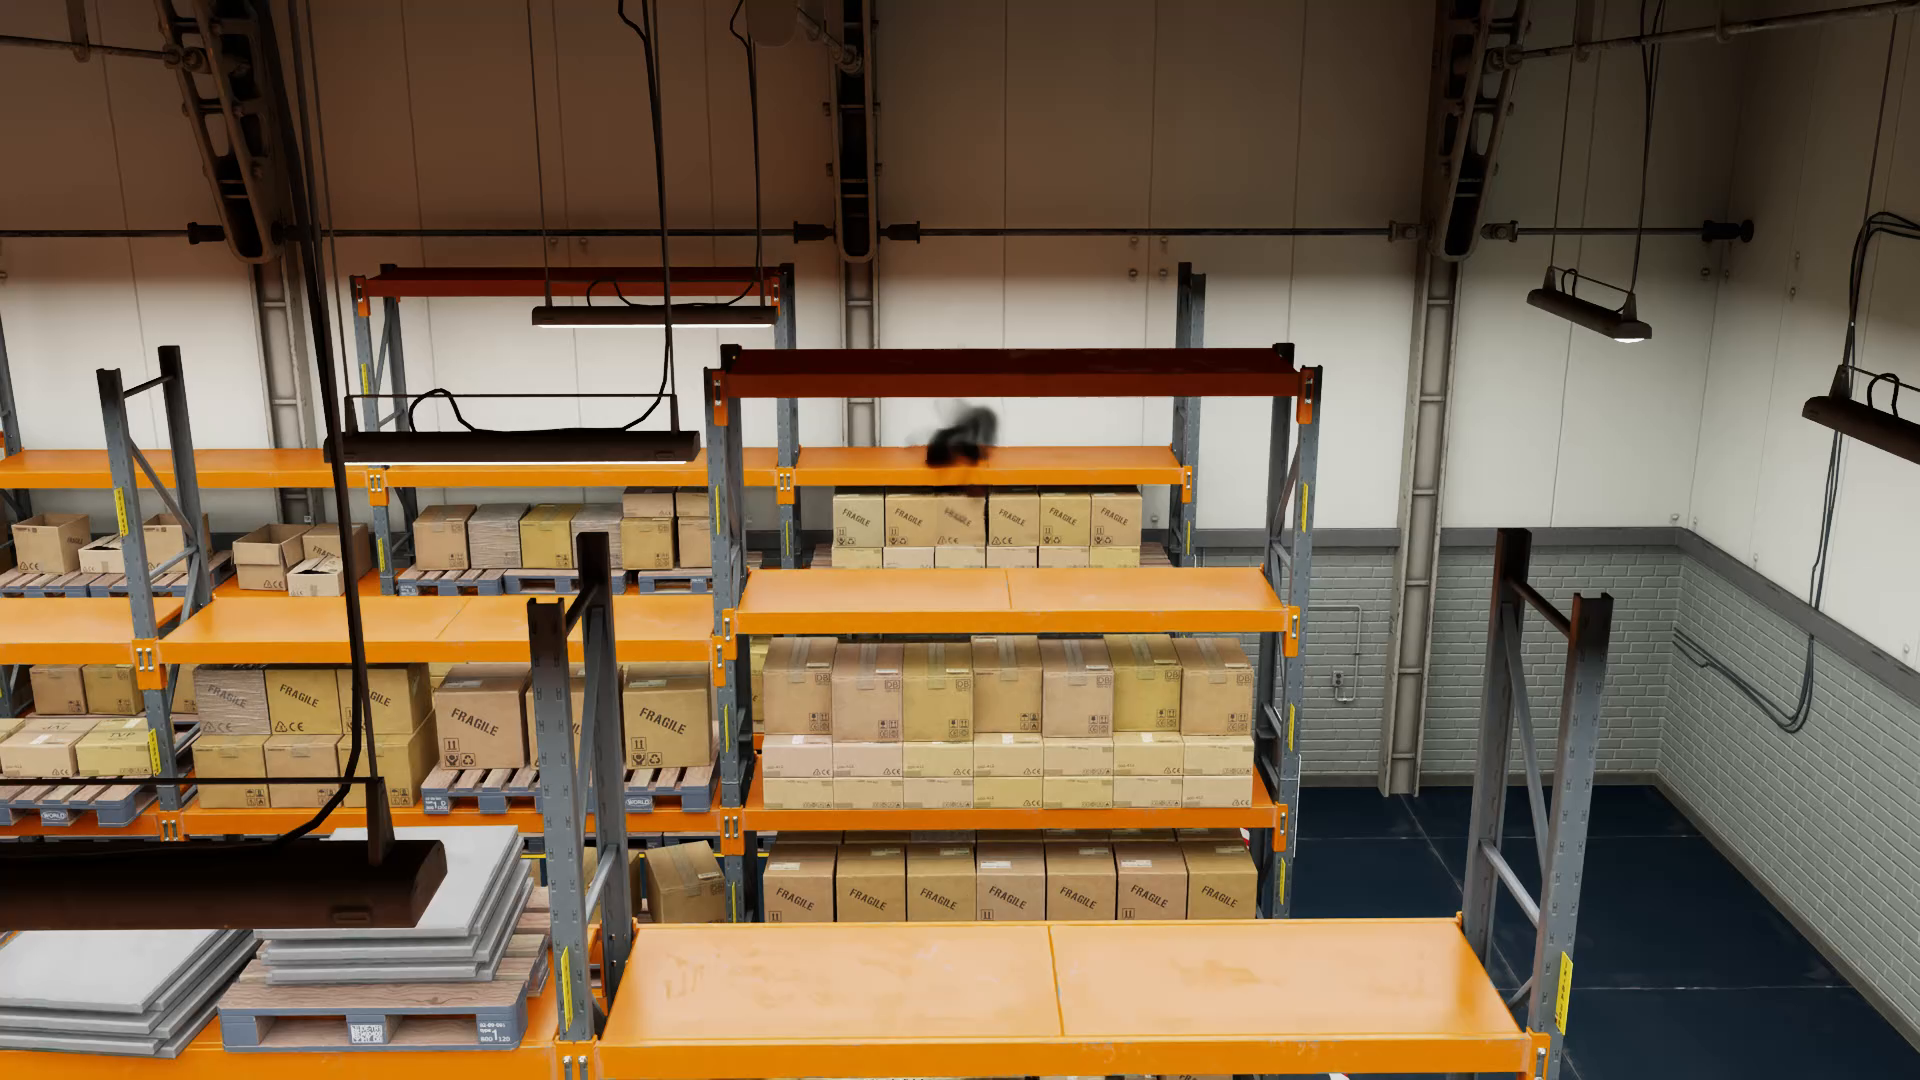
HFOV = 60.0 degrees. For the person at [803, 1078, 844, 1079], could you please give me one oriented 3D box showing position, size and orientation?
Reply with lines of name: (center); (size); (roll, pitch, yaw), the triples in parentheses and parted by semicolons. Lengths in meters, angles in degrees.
person: (-0.866, 4.199, 10.840); (0.923, 1.804, 0.675); (-4, 17, -13)
